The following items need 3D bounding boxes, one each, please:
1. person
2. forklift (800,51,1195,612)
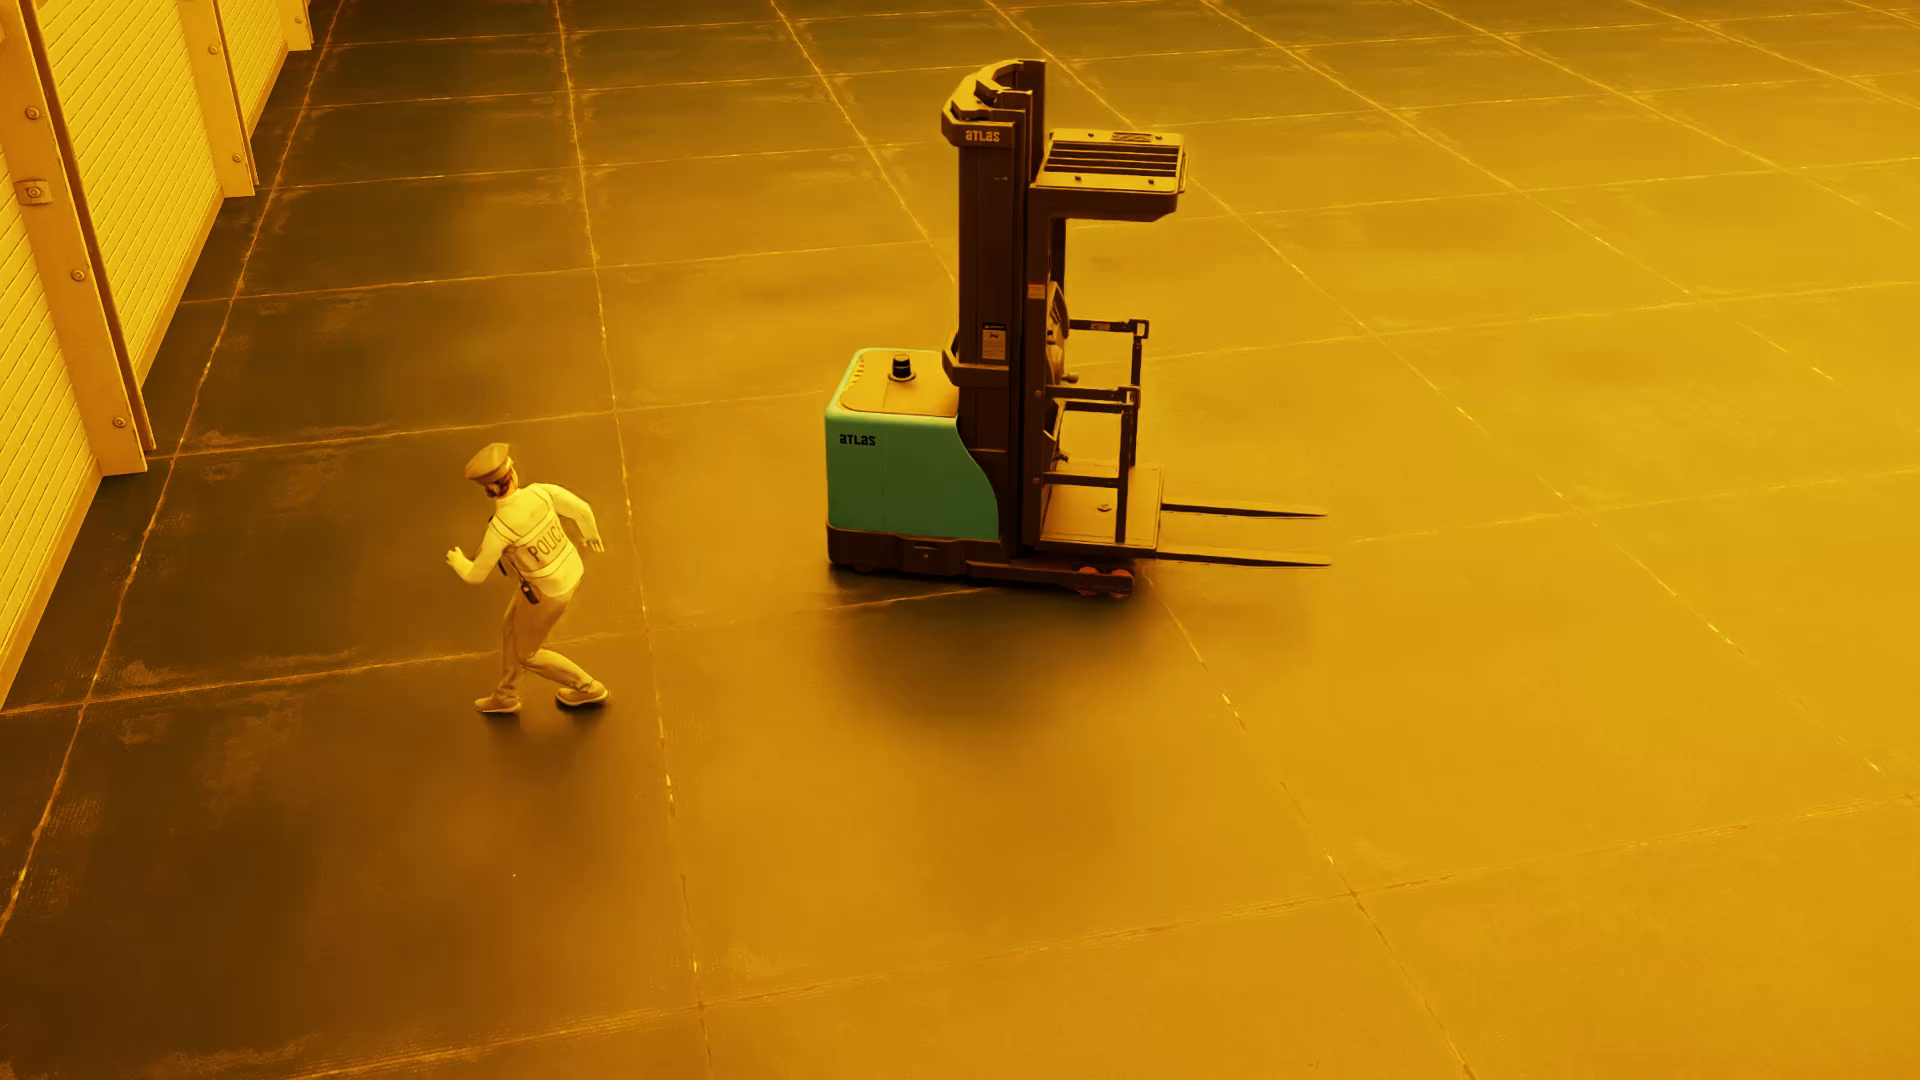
[{"bbox_3d":[-2.505,0.248,8.397,0.479,1.681,0.646,24,38,35],"label":"person"},{"bbox_3d":[0.395,-1.508,10.179,1.130,2.935,3.031,24,38,35],"label":"forklift"}]
